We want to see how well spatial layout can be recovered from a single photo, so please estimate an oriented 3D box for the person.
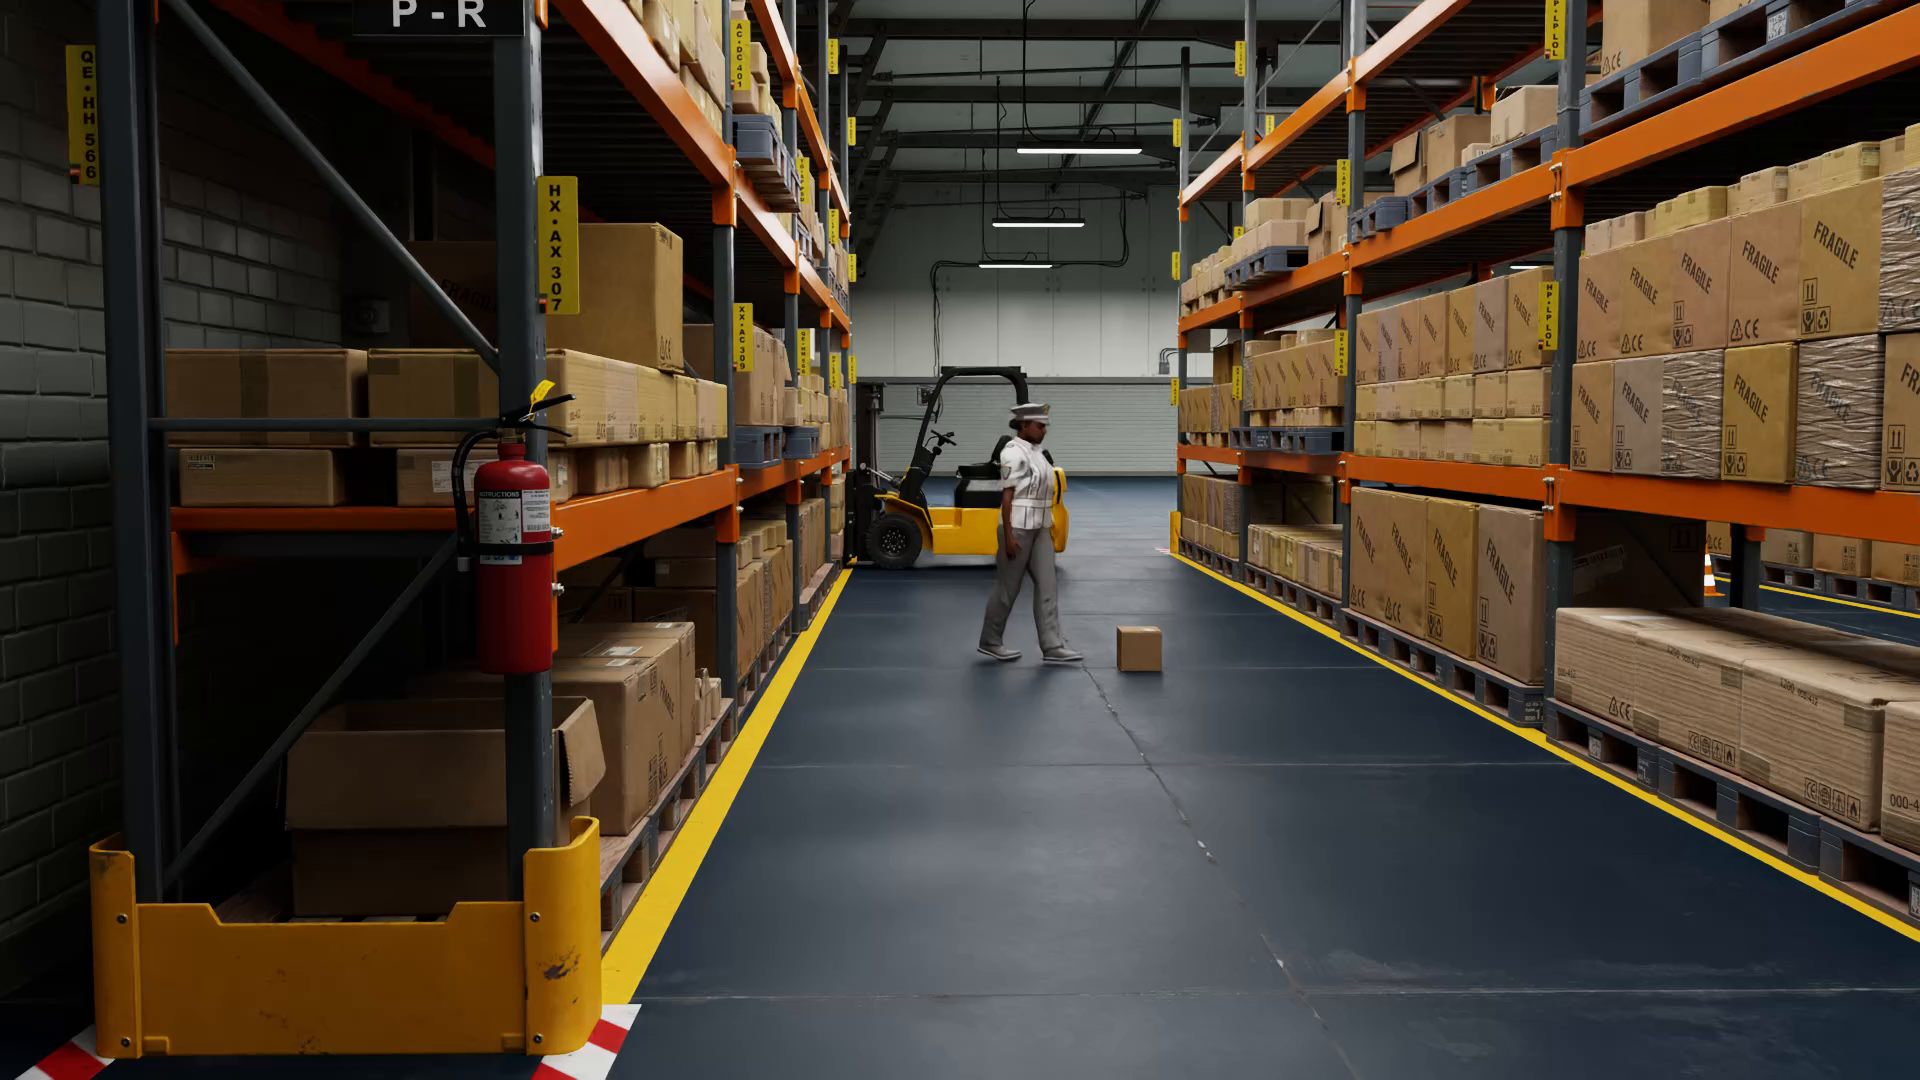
[{"bbox_3d":[0.461,-0.044,10.611,0.726,1.650,0.465,3,5,34],"label":"person"}]
